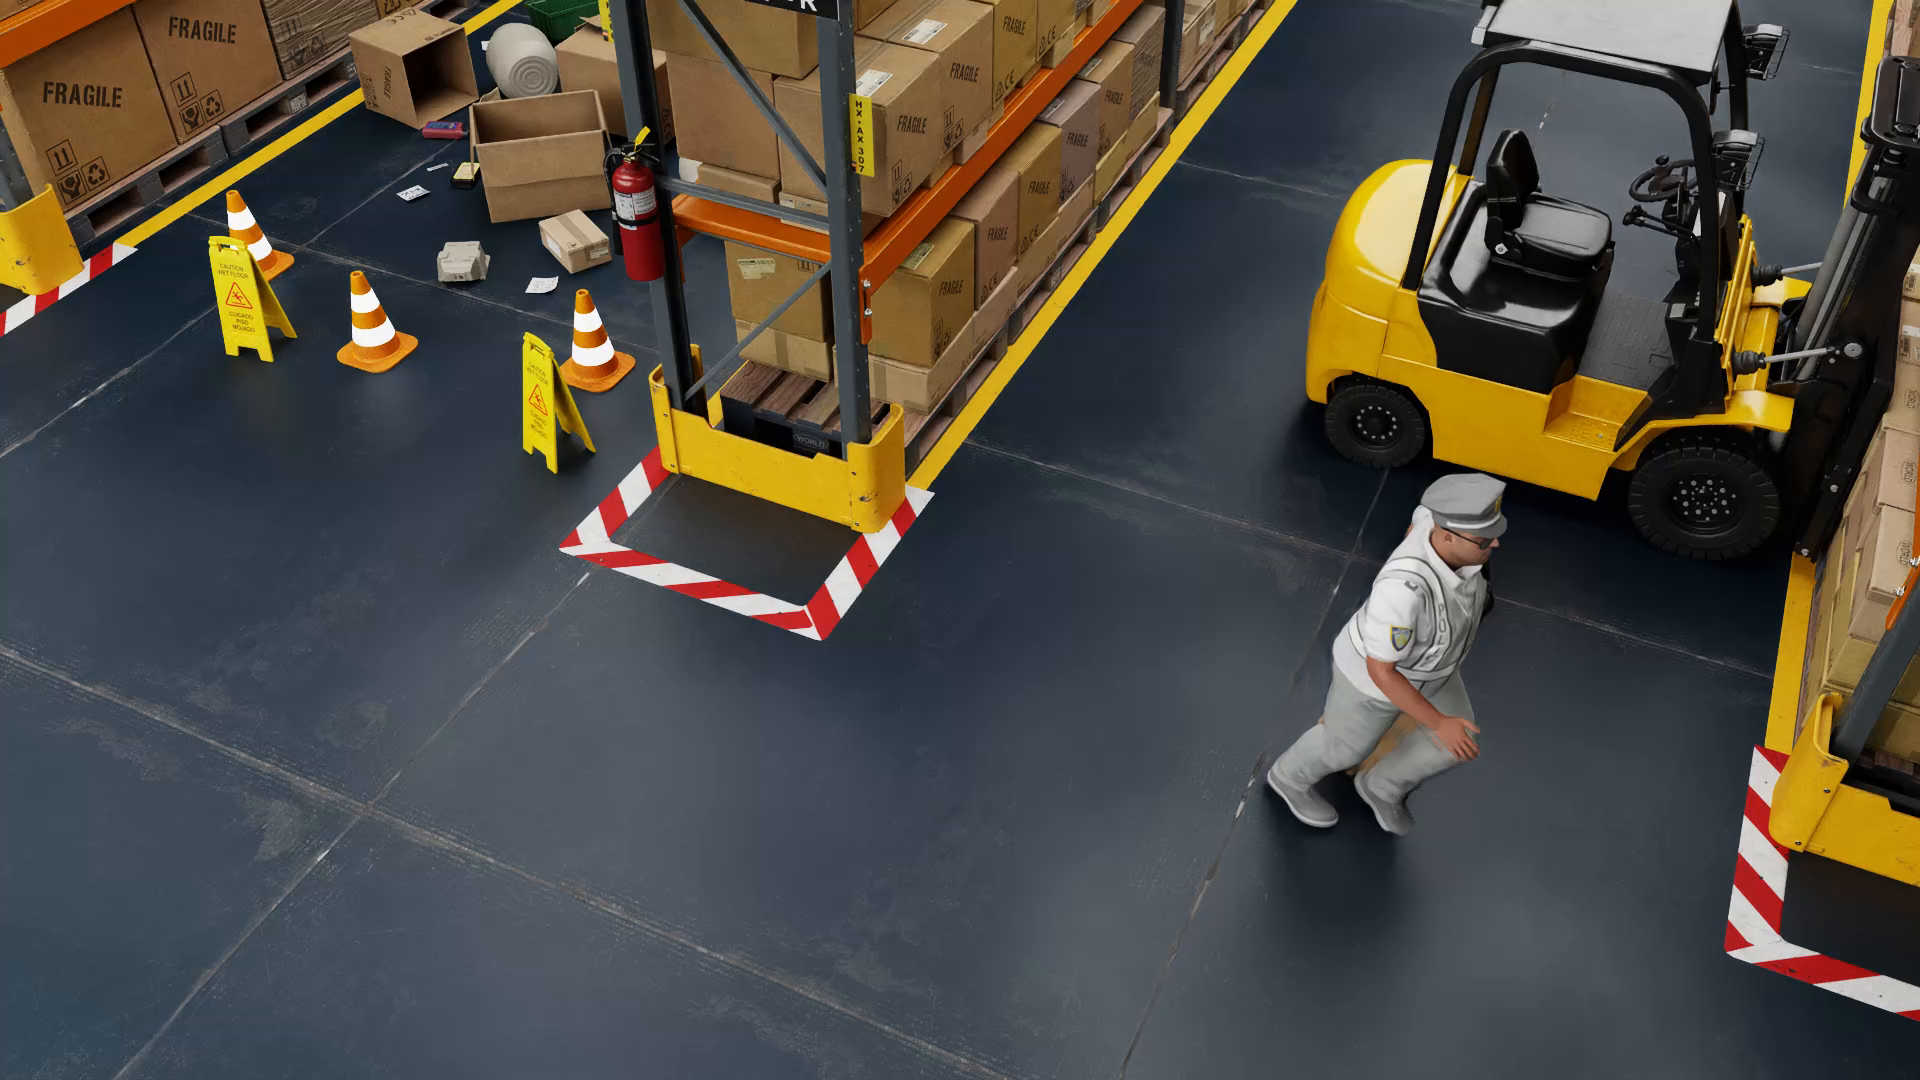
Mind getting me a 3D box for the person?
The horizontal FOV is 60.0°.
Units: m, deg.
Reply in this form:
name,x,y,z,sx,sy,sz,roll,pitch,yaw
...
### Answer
name,x,y,z,sx,sy,sz,roll,pitch,yaw
person,1.520,0.457,5.699,0.792,1.799,0.702,34,52,32
